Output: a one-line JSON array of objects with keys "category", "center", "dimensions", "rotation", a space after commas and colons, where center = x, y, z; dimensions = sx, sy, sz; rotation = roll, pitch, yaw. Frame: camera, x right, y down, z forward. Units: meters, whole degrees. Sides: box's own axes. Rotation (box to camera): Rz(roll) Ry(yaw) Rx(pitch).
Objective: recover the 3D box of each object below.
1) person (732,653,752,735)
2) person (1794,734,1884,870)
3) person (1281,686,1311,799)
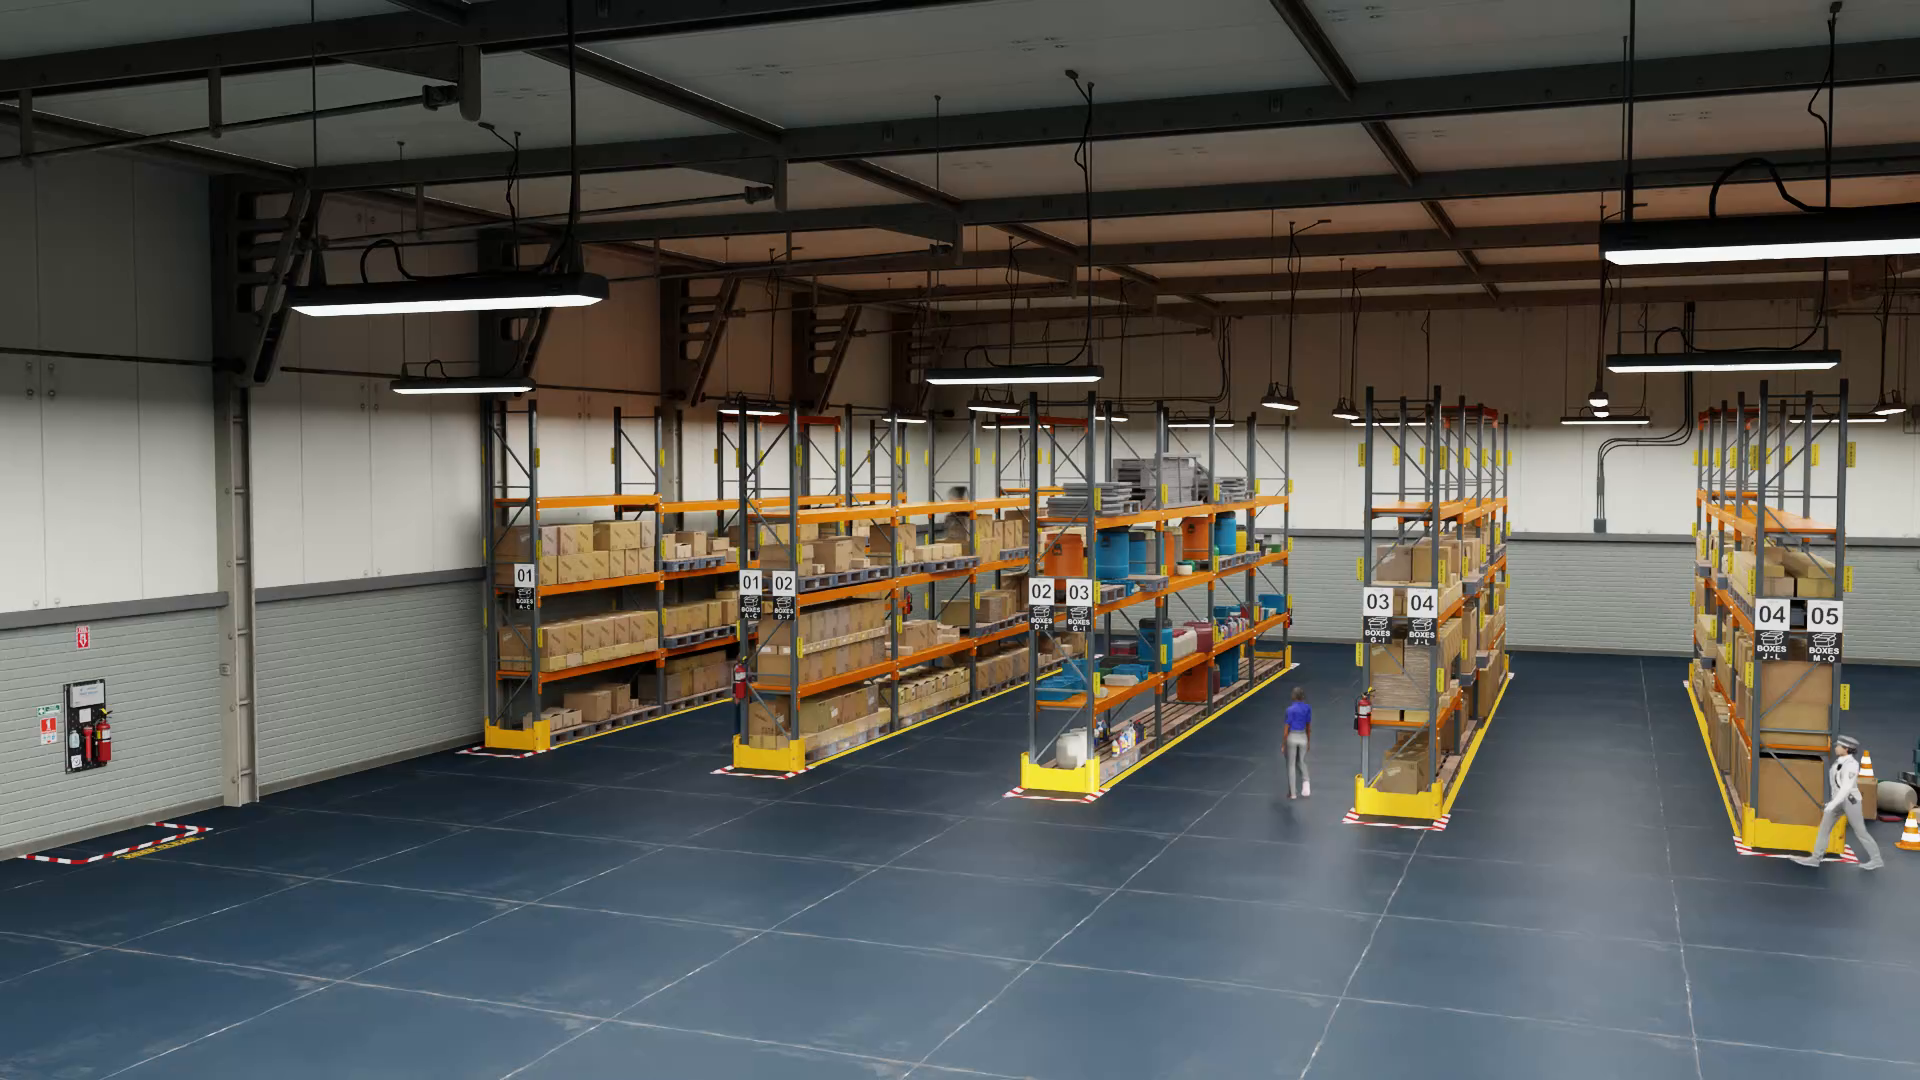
[{"category": "person", "center": [-3.782, 2.773, 29.185], "dimensions": [0.450, 1.614, 0.459], "rotation": [1, 3, 28]}, {"category": "person", "center": [10.674, 3.170, 20.117], "dimensions": [0.971, 1.631, 0.473], "rotation": [0, 3, -1]}, {"category": "person", "center": [4.925, 2.965, 24.316], "dimensions": [0.454, 1.635, 0.483], "rotation": [-1, 3, -15]}]
